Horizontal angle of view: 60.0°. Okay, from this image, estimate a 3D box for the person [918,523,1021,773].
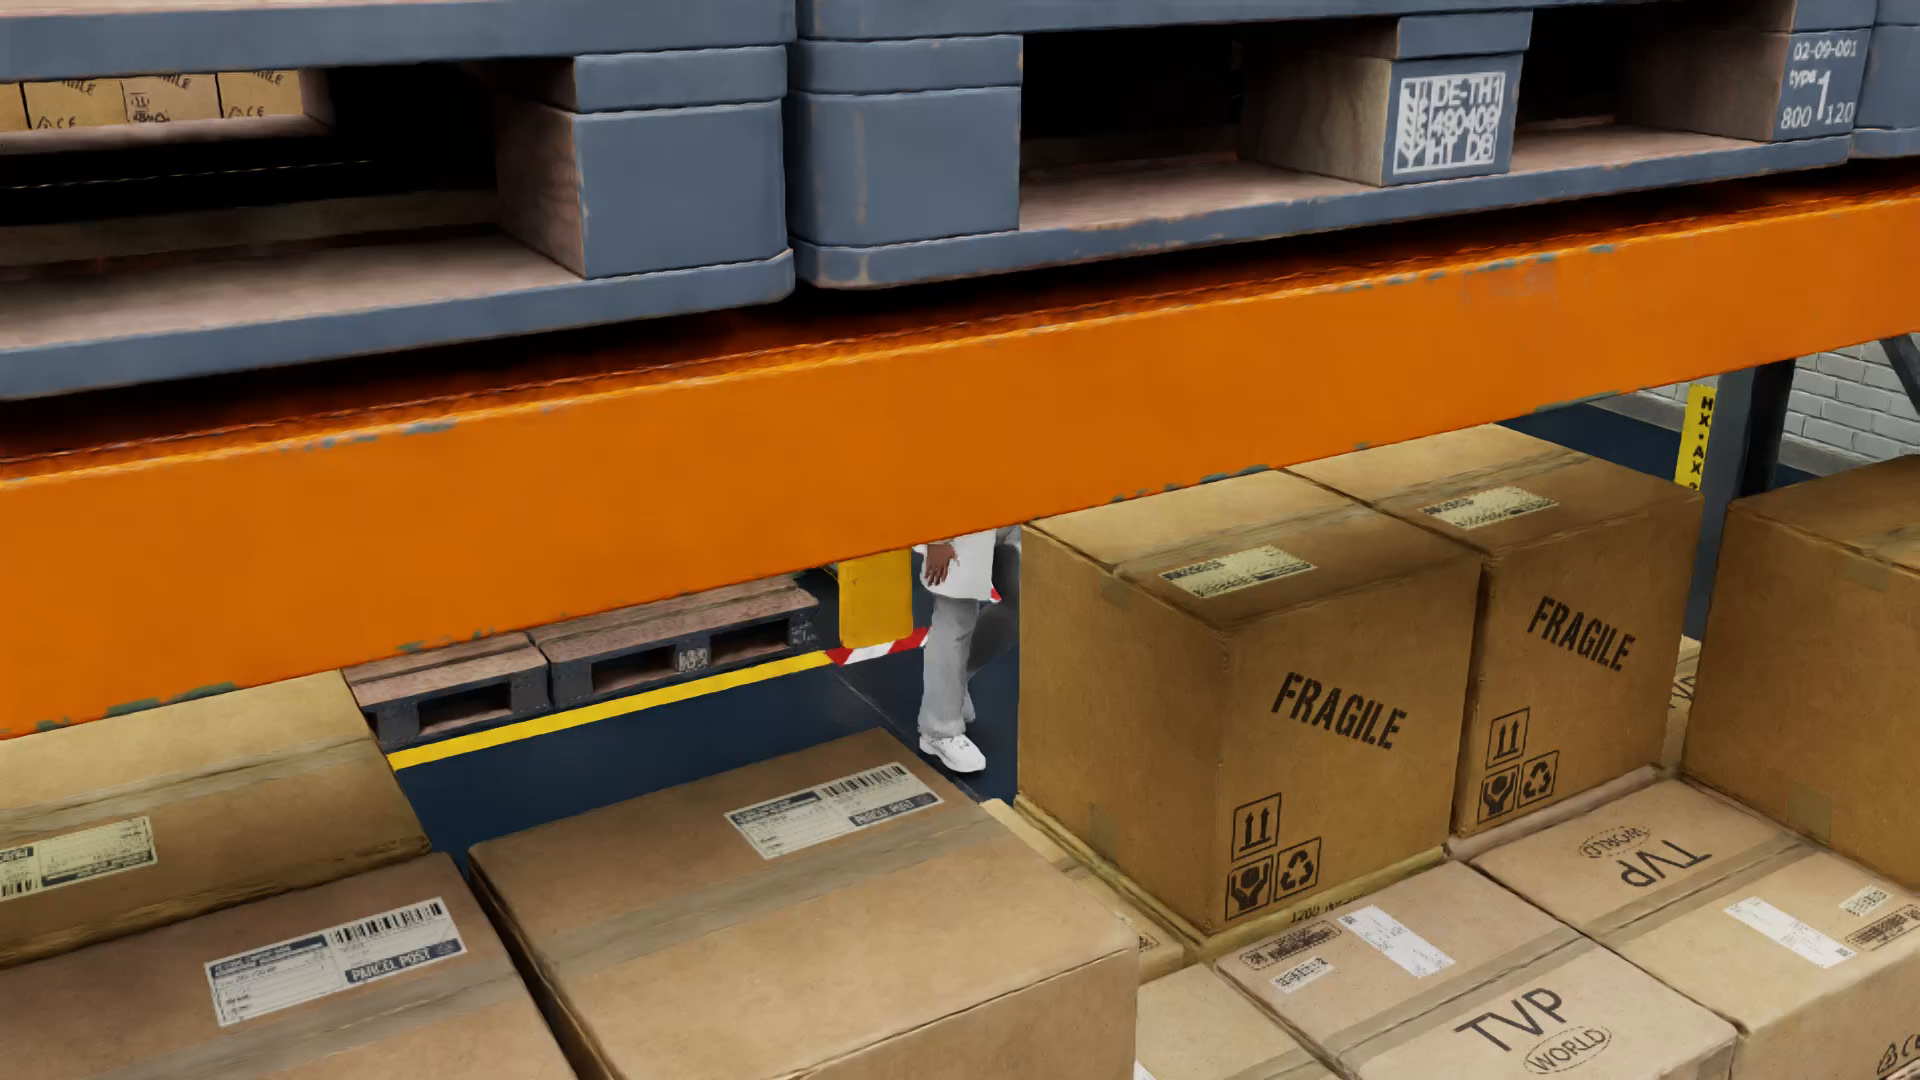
[{"bbox_3d":[0.042,-0.065,6.246,0.555,1.761,0.640,15,26,34],"label":"person"}]
